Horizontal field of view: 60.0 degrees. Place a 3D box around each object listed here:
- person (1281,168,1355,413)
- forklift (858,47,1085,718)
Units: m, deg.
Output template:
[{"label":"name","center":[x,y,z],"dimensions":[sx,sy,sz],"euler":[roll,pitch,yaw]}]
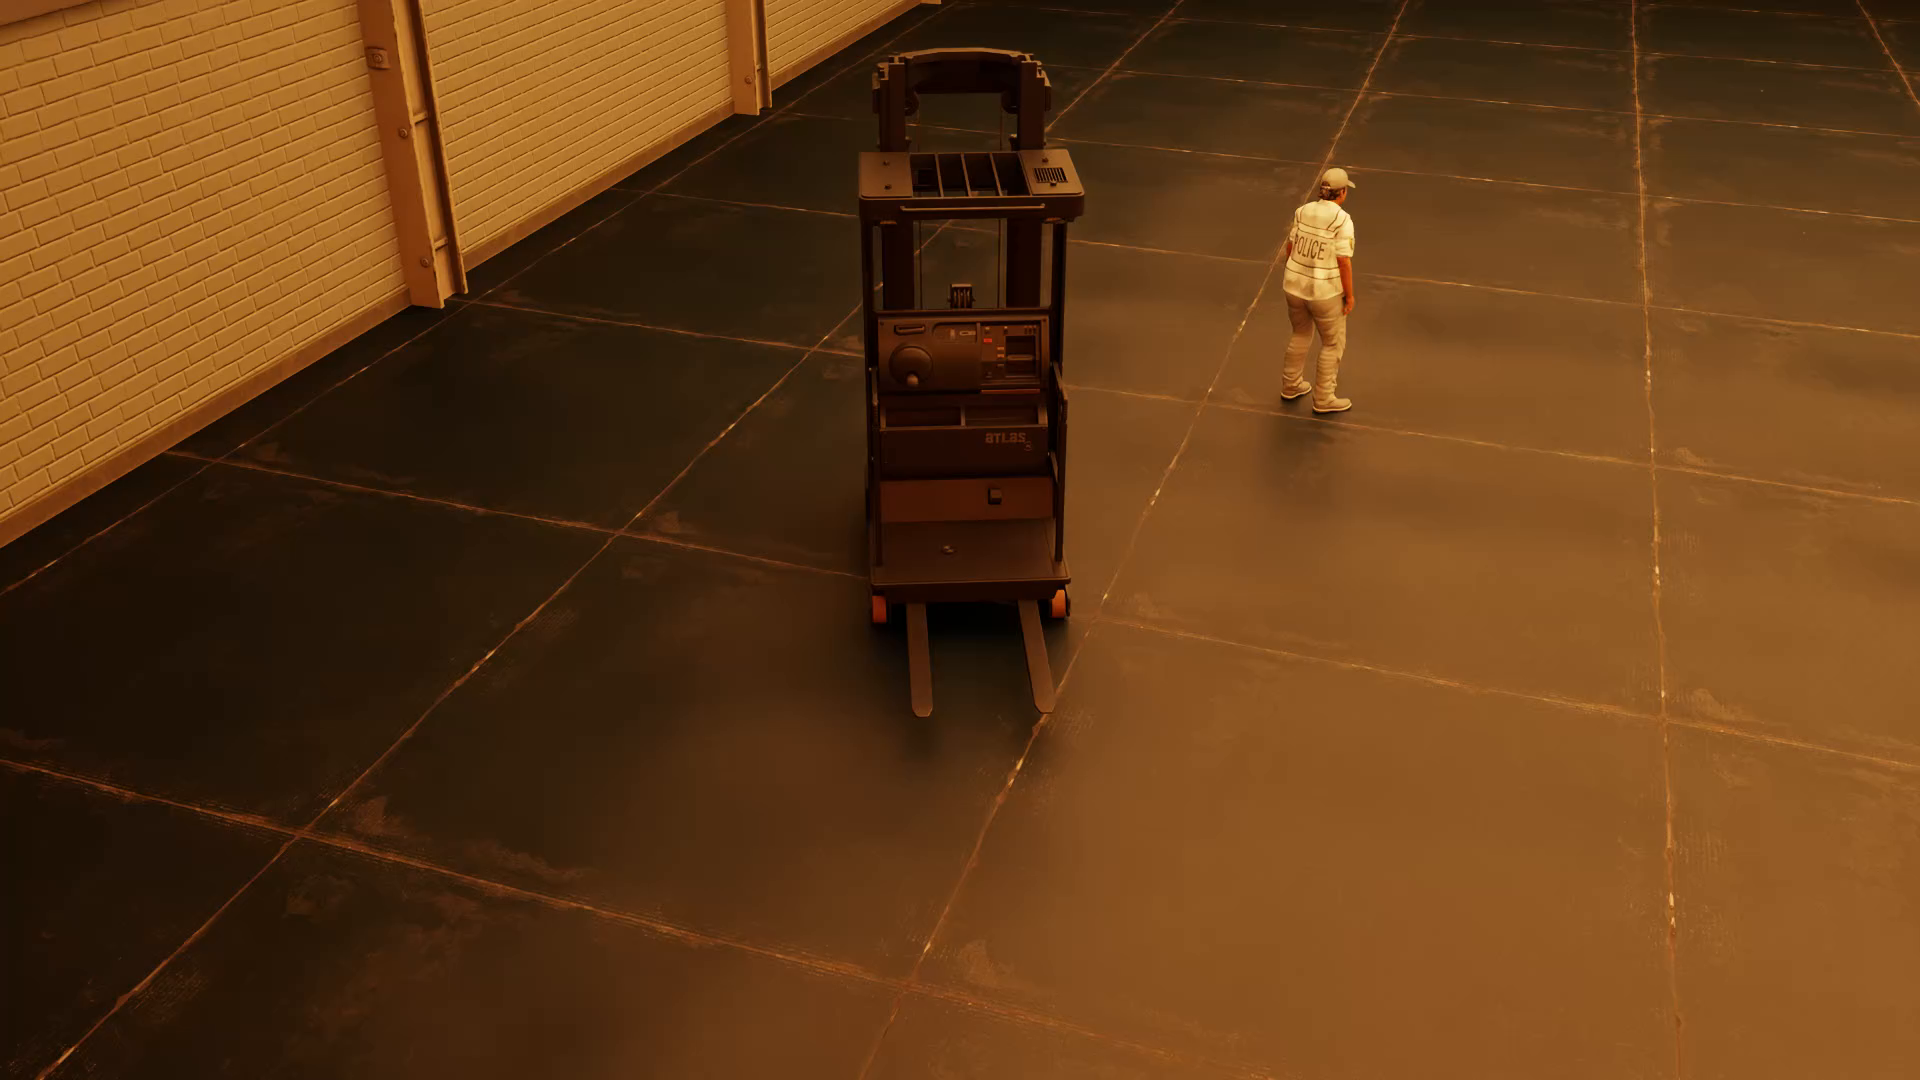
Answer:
[{"label":"person","center":[2.486,-1.718,11.429],"dimensions":[0.463,1.667,0.563],"euler":[-23,37,-34]},{"label":"forklift","center":[0.035,-0.972,8.842],"dimensions":[1.130,2.935,3.031],"euler":[-2,30,-3]}]
